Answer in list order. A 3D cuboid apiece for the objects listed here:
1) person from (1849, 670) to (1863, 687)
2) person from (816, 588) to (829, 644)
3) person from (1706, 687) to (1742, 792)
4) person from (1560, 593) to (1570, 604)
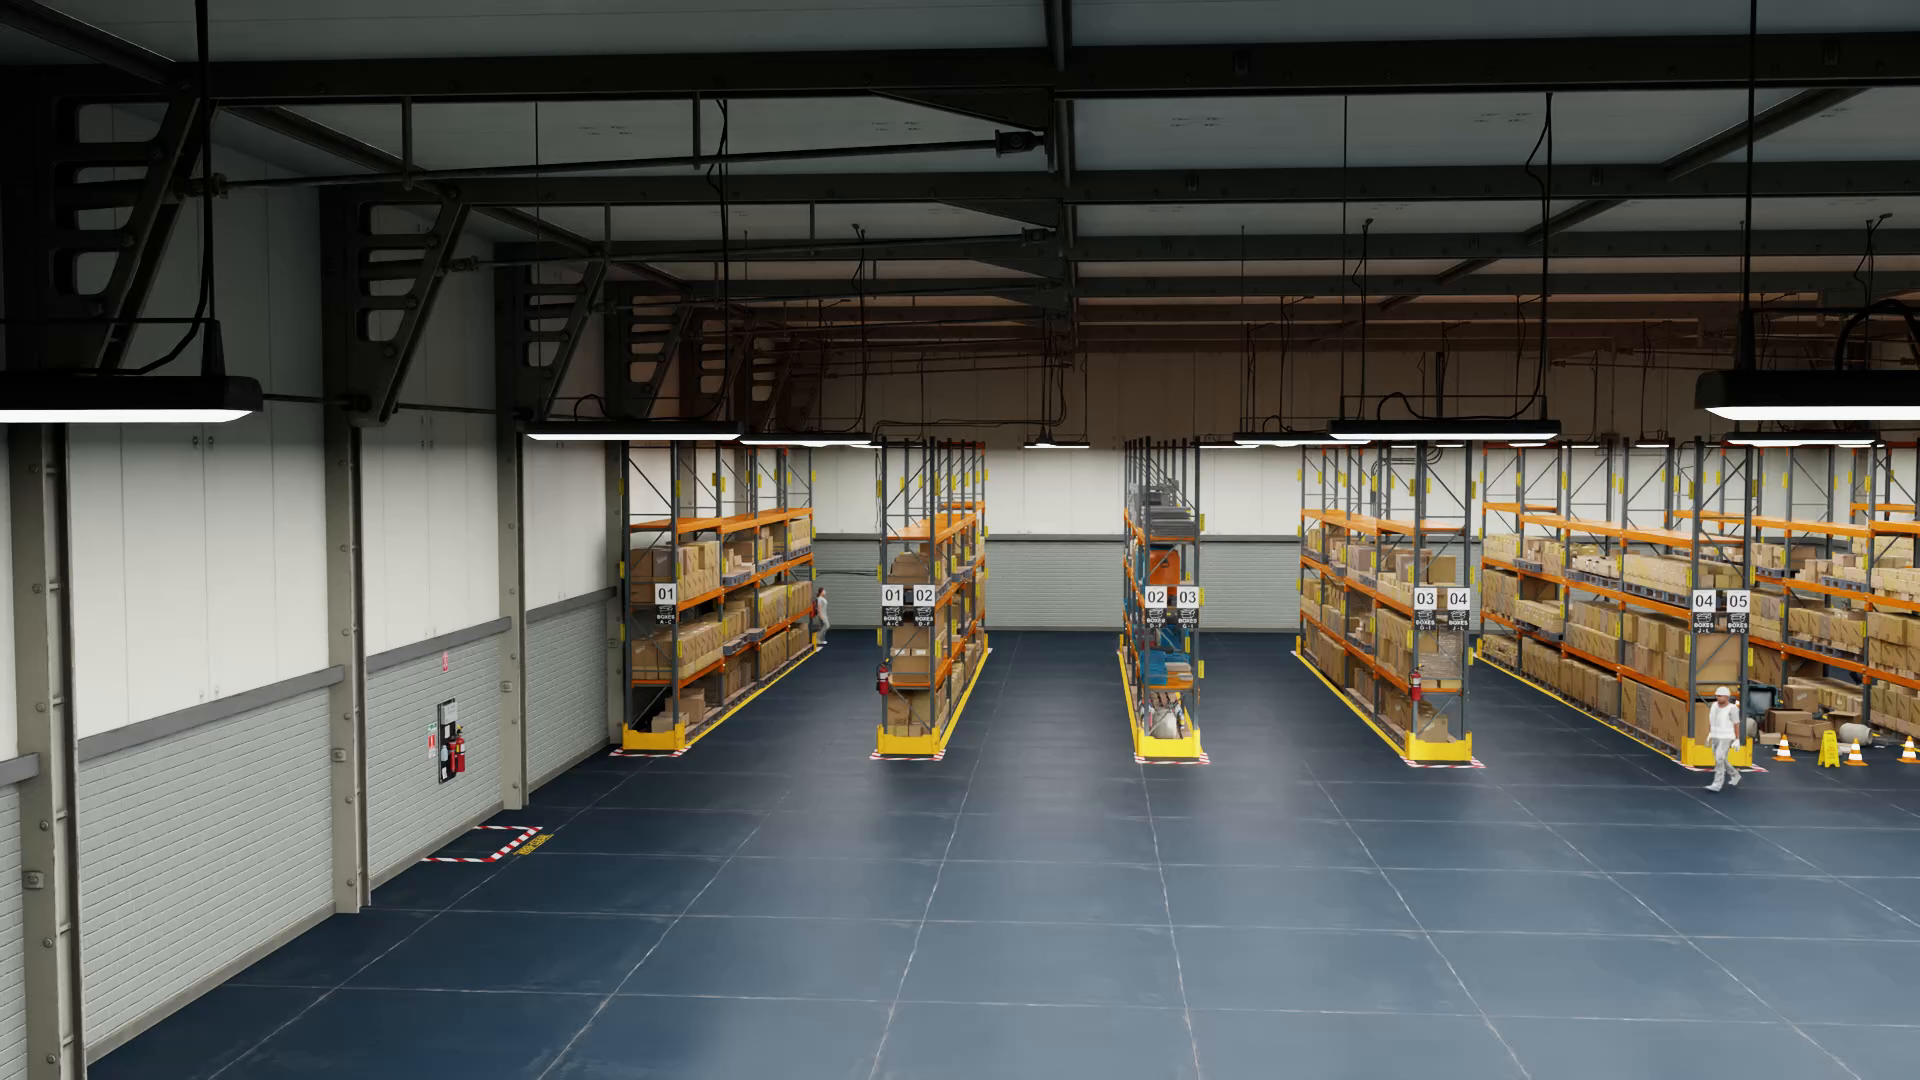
[{"bbox_3d":[21.249,2.881,39.262,0.461,1.495,0.732,0,3,7],"label":"person"},{"bbox_3d":[-4.058,2.243,49.201,0.423,1.668,0.479,0,3,4],"label":"person"},{"bbox_3d":[12.897,3.349,28.044,0.898,1.766,0.599,-1,3,-18],"label":"person"},{"bbox_3d":[17.159,2.322,47.243,1.075,1.748,0.521,0,3,4],"label":"person"}]
